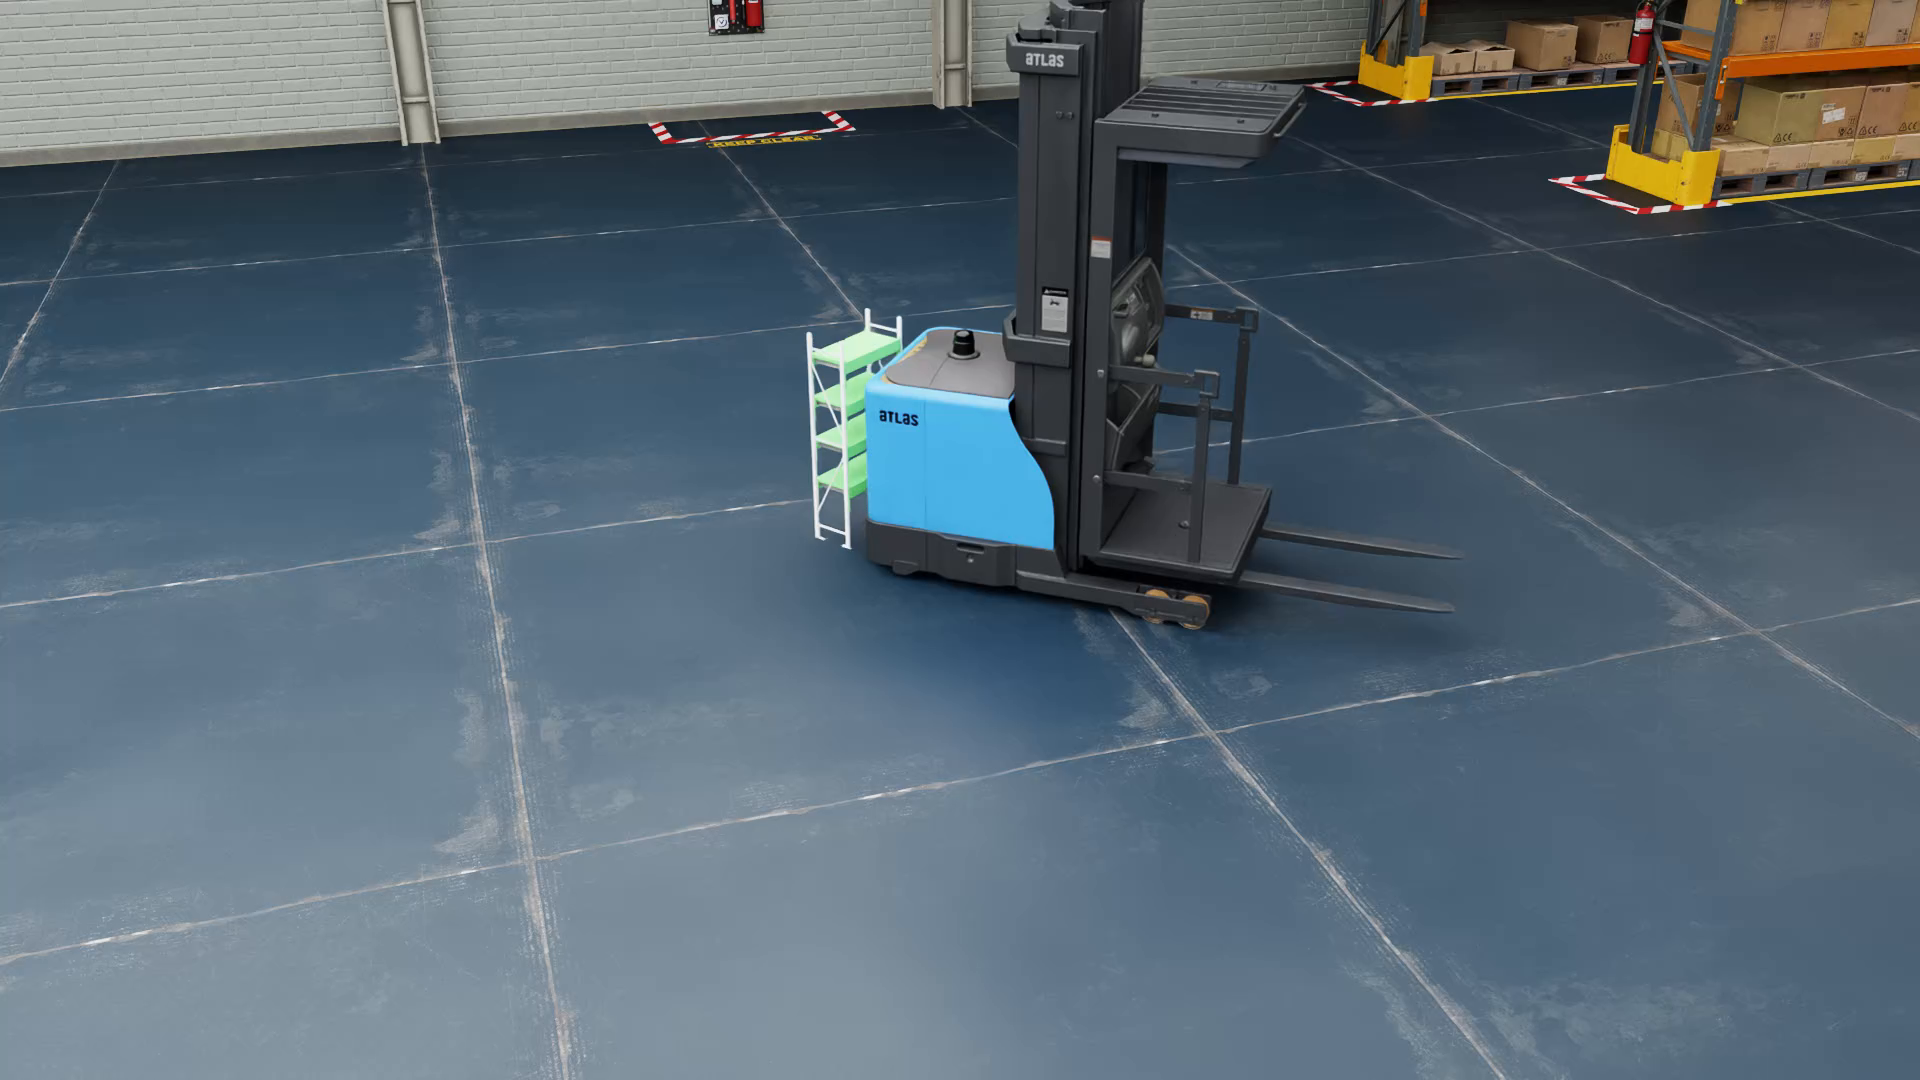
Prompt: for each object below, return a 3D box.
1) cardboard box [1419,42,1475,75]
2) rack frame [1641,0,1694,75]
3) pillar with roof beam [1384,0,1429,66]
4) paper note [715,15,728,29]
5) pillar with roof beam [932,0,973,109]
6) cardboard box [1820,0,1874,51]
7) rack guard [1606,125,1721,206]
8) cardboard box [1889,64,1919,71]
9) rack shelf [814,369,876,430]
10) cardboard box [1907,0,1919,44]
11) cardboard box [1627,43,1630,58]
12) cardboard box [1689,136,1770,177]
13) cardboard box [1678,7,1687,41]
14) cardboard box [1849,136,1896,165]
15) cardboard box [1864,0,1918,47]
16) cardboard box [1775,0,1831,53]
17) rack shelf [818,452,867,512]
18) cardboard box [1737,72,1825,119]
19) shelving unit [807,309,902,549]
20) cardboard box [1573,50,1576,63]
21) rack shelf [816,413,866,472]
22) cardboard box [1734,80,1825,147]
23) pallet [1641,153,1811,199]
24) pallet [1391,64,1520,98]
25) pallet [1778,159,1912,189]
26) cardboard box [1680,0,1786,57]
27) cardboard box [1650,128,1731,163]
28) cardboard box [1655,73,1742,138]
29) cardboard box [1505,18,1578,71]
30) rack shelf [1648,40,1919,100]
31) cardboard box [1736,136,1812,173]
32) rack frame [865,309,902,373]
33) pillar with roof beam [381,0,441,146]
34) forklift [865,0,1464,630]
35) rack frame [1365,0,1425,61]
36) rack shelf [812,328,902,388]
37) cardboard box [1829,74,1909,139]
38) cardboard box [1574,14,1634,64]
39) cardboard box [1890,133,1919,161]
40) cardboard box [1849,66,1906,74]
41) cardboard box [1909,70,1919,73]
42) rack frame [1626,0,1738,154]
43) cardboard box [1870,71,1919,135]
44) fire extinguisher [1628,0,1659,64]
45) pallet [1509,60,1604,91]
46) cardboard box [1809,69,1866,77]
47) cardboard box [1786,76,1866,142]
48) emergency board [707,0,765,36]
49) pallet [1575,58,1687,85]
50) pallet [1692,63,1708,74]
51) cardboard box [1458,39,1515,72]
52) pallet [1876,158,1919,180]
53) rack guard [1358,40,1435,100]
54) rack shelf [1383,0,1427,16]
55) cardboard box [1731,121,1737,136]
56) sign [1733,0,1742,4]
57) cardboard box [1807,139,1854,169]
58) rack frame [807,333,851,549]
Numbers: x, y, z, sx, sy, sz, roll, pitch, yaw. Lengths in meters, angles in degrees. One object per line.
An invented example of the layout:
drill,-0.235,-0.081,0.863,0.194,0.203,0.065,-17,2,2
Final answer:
cardboard box,5.901,-5.876,20.242,0.500,0.311,0.500,-12,29,-22
rack frame,9.018,-7.377,20.736,0.127,3.000,1.000,-8,28,-16
pillar with roof beam,6.946,-8.155,15.557,0.400,9.000,9.100,-8,28,-16
paper note,-2.644,-5.748,18.446,0.142,0.148,0.016,-8,28,-16
pillar with roof beam,1.241,-7.329,13.893,0.400,9.000,9.100,-8,28,-16
cardboard box,8.172,-4.976,15.788,0.500,0.500,0.700,-8,28,-16
rack guard,6.730,-3.609,15.958,0.348,0.500,1.175,-8,28,-16
cardboard box,9.545,-4.572,16.863,0.500,0.500,0.500,-8,28,-16
rack shelf,-0.561,-0.766,9.047,0.258,0.148,0.480,18,32,32
cardboard box,9.158,-5.121,16.080,0.500,0.500,0.700,-8,27,-15
cardboard box,8.519,-6.219,21.095,0.250,0.166,0.380,-12,29,-23
cardboard box,7.331,-3.669,15.886,0.500,0.250,0.500,-8,28,-16
cardboard box,9.713,-6.563,21.413,0.500,0.500,0.700,-7,27,-14
cardboard box,8.758,-3.875,16.301,0.500,0.250,0.500,-8,28,-16
cardboard box,8.672,-5.050,15.937,0.500,0.500,0.700,-7,27,-15
cardboard box,7.698,-4.910,15.655,0.500,0.500,0.700,-8,27,-15
rack shelf,-0.560,-0.336,9.261,0.258,0.148,0.480,18,32,32
cardboard box,8.117,-4.368,16.452,0.500,0.500,0.500,-8,28,-16
shelving unit,-0.560,-0.608,9.126,0.258,1.200,0.503,18,32,32
cardboard box,7.491,-6.086,20.846,0.250,0.149,0.380,-11,28,-20
rack shelf,-0.560,-0.551,9.154,0.258,0.148,0.480,18,32,32
cardboard box,7.806,-4.074,15.860,0.500,0.500,0.500,-8,28,-16
pallet,7.467,-3.606,16.277,1.213,0.211,1.003,-8,28,-16
pallet,6.071,-5.685,20.463,1.213,0.211,1.003,-8,28,-16
pallet,8.625,-3.773,16.612,1.213,0.211,1.003,-8,28,-16
cardboard box,7.200,-4.836,15.505,0.500,0.500,0.700,-8,28,-16
cardboard box,7.171,-3.888,16.328,0.500,0.250,0.500,-8,28,-16
cardboard box,7.170,-4.224,16.163,0.500,0.500,0.500,-8,28,-16
cardboard box,7.156,-6.119,20.519,0.500,0.500,0.700,-10,28,-19
rack shelf,8.654,-4.686,16.124,4.000,0.370,1.077,-8,28,-16
cardboard box,7.806,-3.739,16.028,0.500,0.250,0.500,-8,28,-16
rack frame,-0.417,-0.696,9.302,0.240,1.200,0.015,18,32,32
pillar with roof beam,-4.464,-6.503,12.229,0.400,9.000,9.100,-8,28,-16
forklift,1.072,-1.131,8.231,3.031,2.935,1.130,9,28,17
rack frame,5.215,-6.826,19.627,0.127,3.000,1.000,-8,28,-16
rack shelf,-0.561,-0.981,8.940,0.258,0.148,0.480,18,32,32
cardboard box,8.758,-4.210,16.134,0.500,0.500,0.500,-8,28,-16
cardboard box,8.044,-6.295,20.873,0.500,0.500,0.500,-10,28,-20
cardboard box,9.233,-3.944,16.440,0.500,0.250,0.500,-8,28,-16
cardboard box,9.067,-4.506,16.730,0.500,0.500,0.500,-8,28,-16
cardboard box,9.704,-4.355,16.426,0.500,0.500,0.500,-8,28,-16
rack frame,6.753,-4.732,15.409,0.127,3.000,1.000,-8,28,-16
cardboard box,9.229,-4.285,16.284,0.500,0.500,0.500,-8,28,-16
fire extinguisher,6.496,-4.878,15.789,0.183,0.674,0.296,-8,28,-16
pallet,7.229,-5.851,20.798,1.213,0.211,1.003,-8,28,-16
cardboard box,8.592,-4.437,16.590,0.500,0.500,0.500,-8,28,-16
cardboard box,8.278,-4.149,16.010,0.500,0.500,0.500,-8,28,-16
emergency board,-2.454,-6.138,18.241,0.643,1.169,0.194,-8,28,-16
pallet,8.391,-6.021,21.140,1.213,0.211,1.003,-8,28,-16
pallet,9.758,-6.236,21.574,1.213,0.211,1.003,-8,28,-16
cardboard box,6.443,-5.955,20.400,0.500,0.311,0.500,-6,27,-12
pallet,9.787,-3.942,16.954,1.213,0.211,1.003,-8,28,-16
rack guard,5.287,-5.717,20.204,0.348,0.500,1.175,-8,28,-16
rack shelf,7.117,-6.780,20.342,4.000,0.370,1.077,-8,28,-16
cardboard box,7.643,-3.962,16.476,0.500,0.250,0.500,-8,28,-16
sign,6.919,-4.920,14.725,0.005,0.325,0.100,-8,28,-16
cardboard box,8.281,-3.808,16.167,0.500,0.250,0.500,-8,28,-16
rack frame,-0.704,-0.520,8.949,0.240,1.200,0.015,18,32,32
